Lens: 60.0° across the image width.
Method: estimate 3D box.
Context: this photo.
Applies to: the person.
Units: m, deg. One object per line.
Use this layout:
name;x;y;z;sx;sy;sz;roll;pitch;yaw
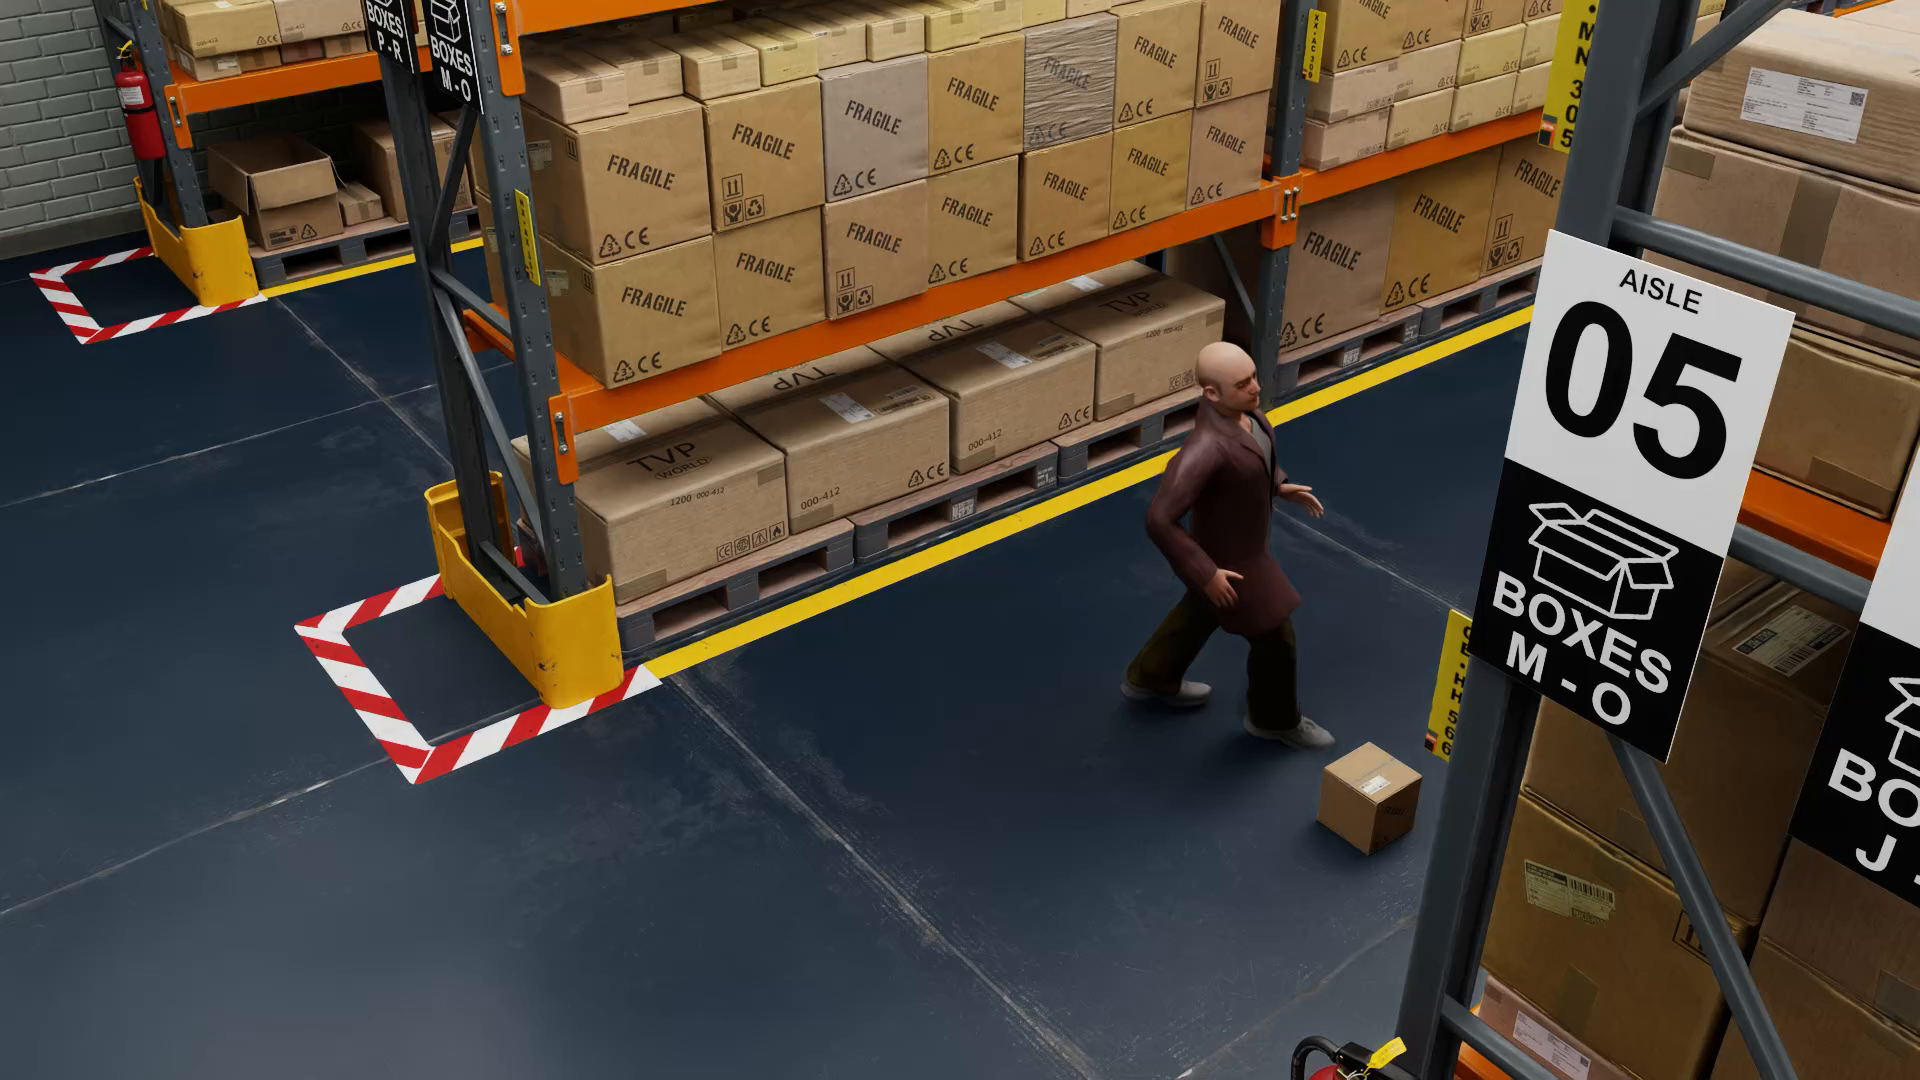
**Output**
person;1.044;0.077;6.067;0.859;1.780;0.724;4;32;6
